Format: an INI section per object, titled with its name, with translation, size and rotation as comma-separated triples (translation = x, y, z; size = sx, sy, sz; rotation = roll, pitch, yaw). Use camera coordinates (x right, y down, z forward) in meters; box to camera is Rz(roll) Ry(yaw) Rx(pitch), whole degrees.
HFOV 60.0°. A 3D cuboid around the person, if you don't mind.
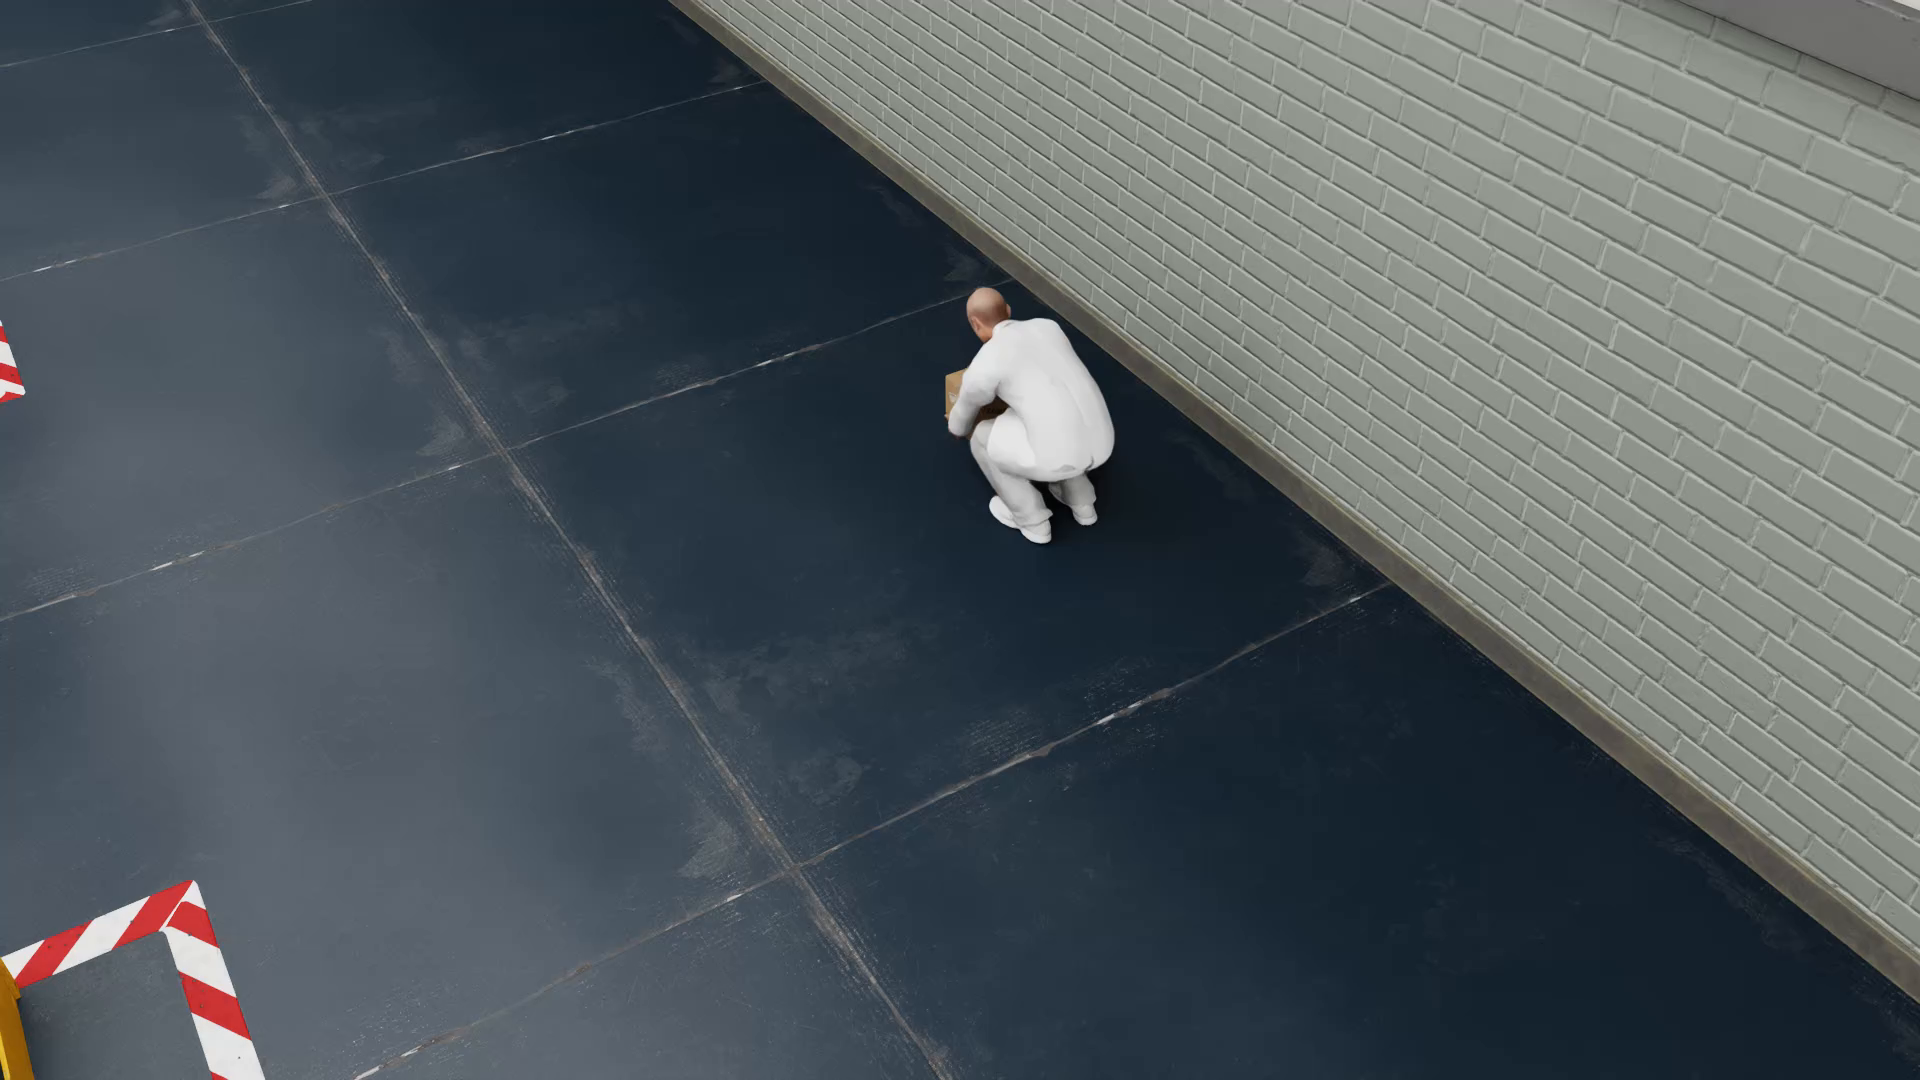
[person]
translation = 0.310, -0.579, 7.474
size = 0.580, 0.981, 0.938
rotation = -23, 46, -25
